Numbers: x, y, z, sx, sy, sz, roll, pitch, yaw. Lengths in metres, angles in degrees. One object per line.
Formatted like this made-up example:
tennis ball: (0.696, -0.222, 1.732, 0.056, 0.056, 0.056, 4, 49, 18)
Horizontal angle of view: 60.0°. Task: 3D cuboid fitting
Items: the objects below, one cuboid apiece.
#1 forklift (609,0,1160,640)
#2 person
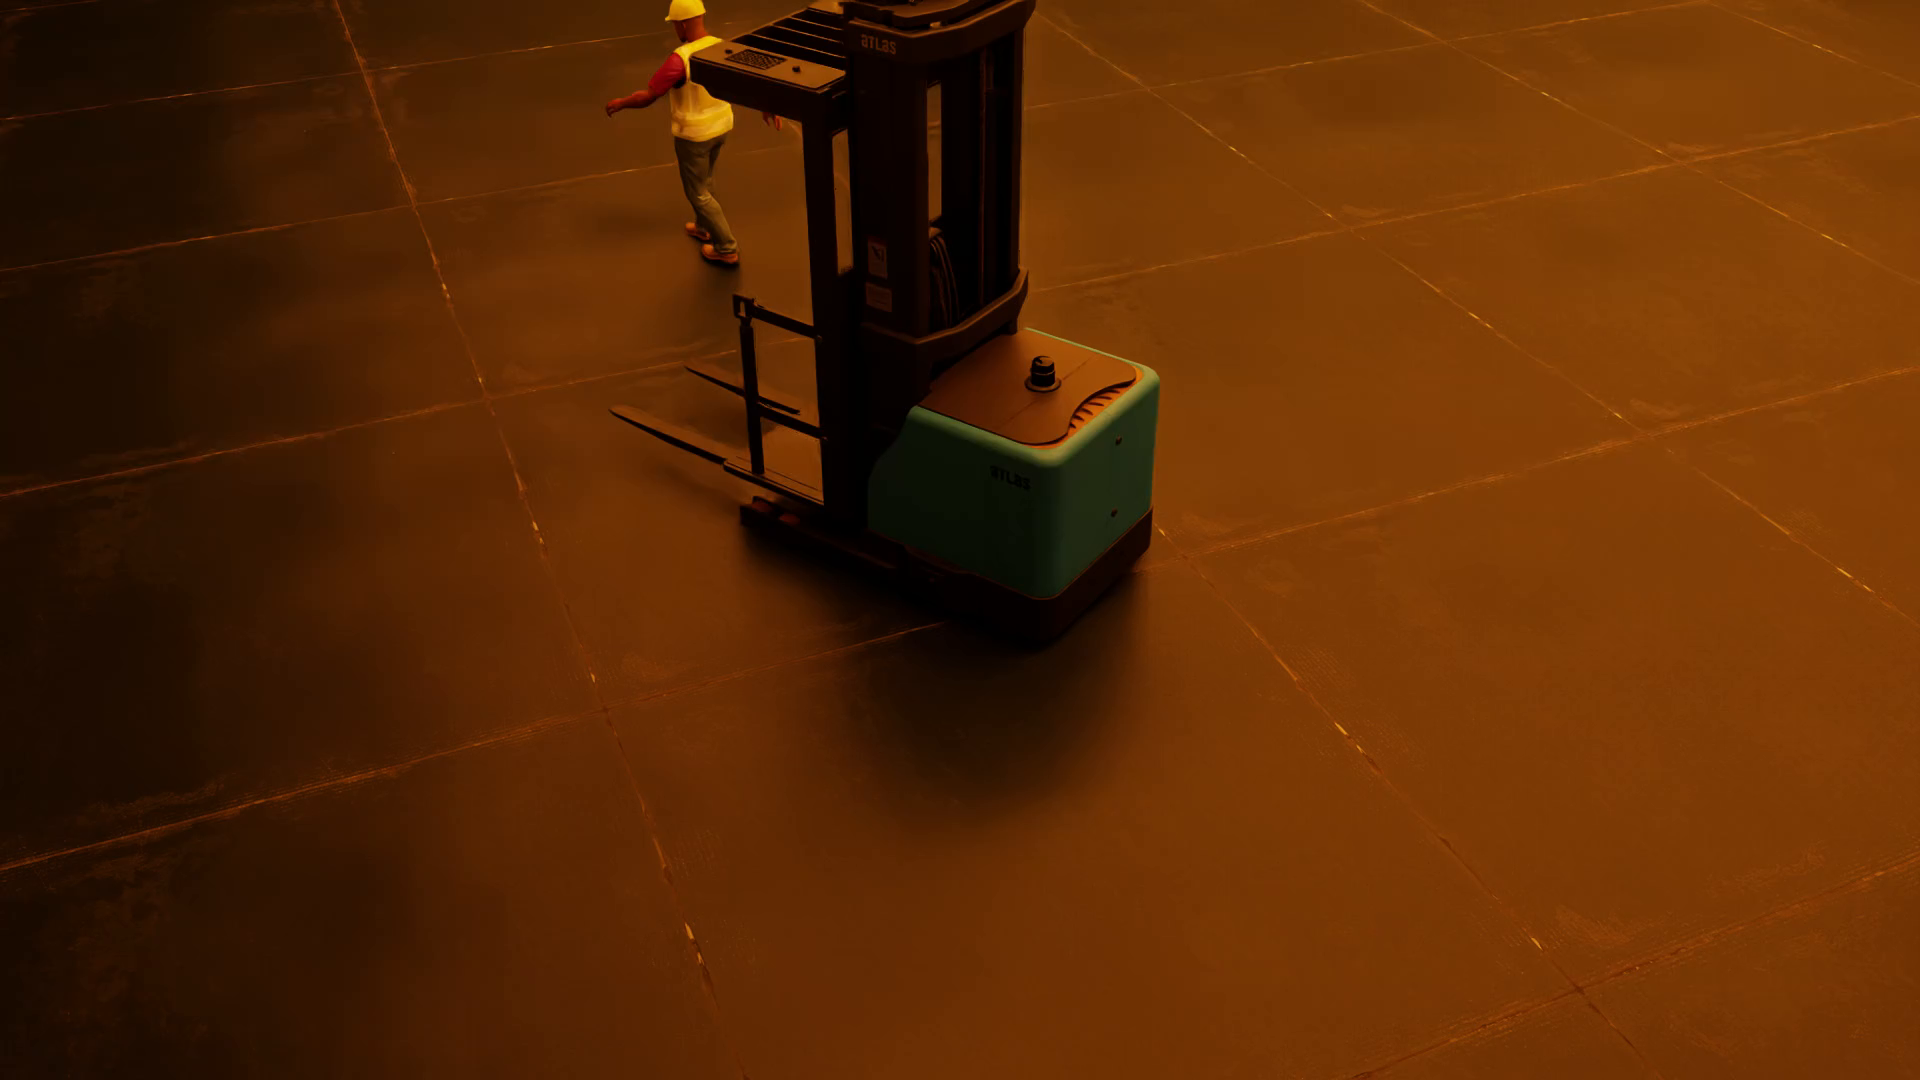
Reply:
forklift: (-0.530, -1.394, 8.059, 3.031, 2.935, 1.130, 22, 41, 28)
person: (-1.715, -2.737, 10.984, 0.765, 1.745, 1.020, 26, 43, 32)
